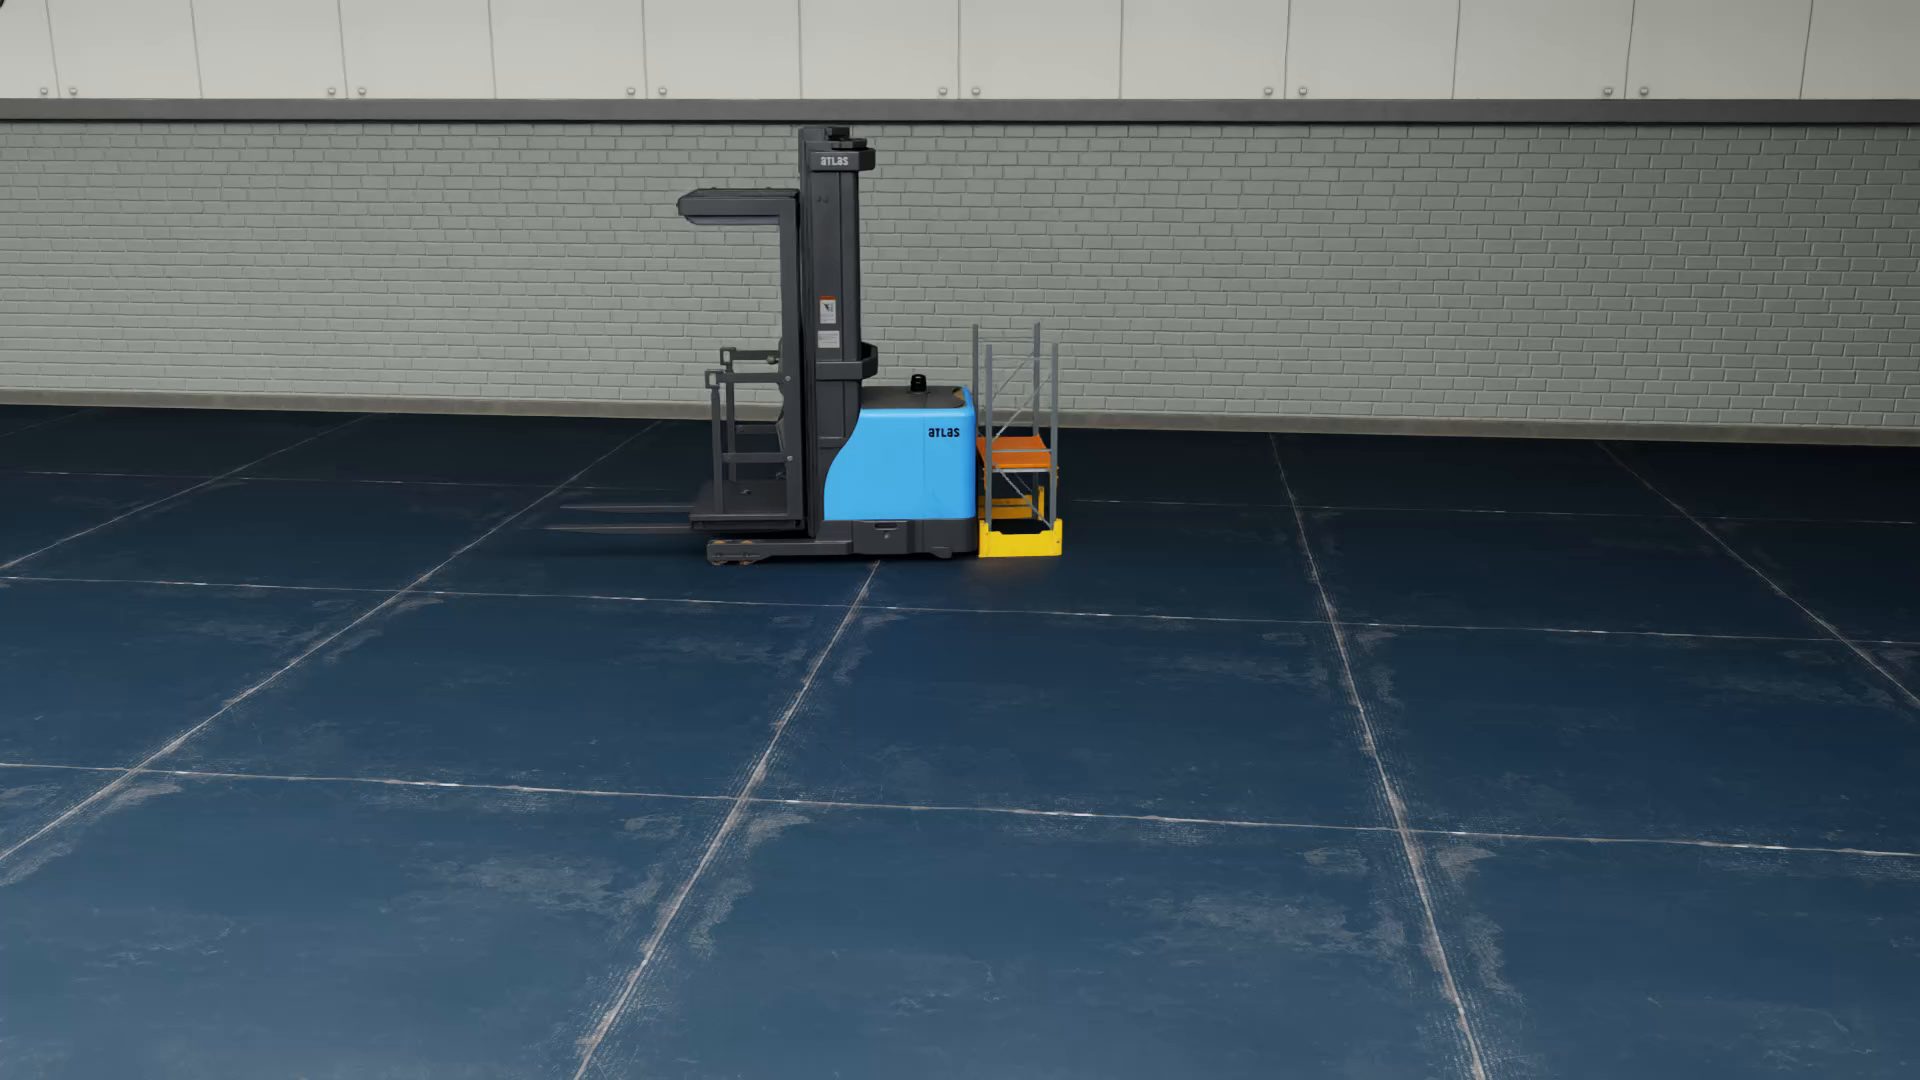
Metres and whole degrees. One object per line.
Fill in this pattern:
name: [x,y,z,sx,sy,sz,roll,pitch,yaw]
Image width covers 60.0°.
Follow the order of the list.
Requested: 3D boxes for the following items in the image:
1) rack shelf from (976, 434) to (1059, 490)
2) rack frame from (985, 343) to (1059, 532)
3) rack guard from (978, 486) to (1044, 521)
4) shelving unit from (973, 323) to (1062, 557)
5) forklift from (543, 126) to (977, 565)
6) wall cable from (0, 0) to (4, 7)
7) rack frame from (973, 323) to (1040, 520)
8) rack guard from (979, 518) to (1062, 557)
rack shelf: [0.386,-0.577,12.111,0.538,0.185,1.000,-1,15,-4]
rack frame: [0.427,-0.618,11.575,0.500,1.500,0.032,-1,15,-4]
rack guard: [0.348,-0.274,12.697,0.587,0.250,0.087,-1,15,-4]
shelving unit: [0.387,-0.748,12.055,0.587,1.500,1.083,-1,15,-4]
forklift: [-1.409,-1.382,11.657,3.031,2.935,1.130,-1,15,-2]
wall cable: [-10.445,-7.409,15.809,2.305,6.003,0.169,2,15,6]
rack frame: [0.346,-0.883,12.553,0.500,1.500,0.032,-1,15,-4]
rack guard: [0.427,-0.015,11.739,0.587,0.250,0.087,-1,15,-4]
